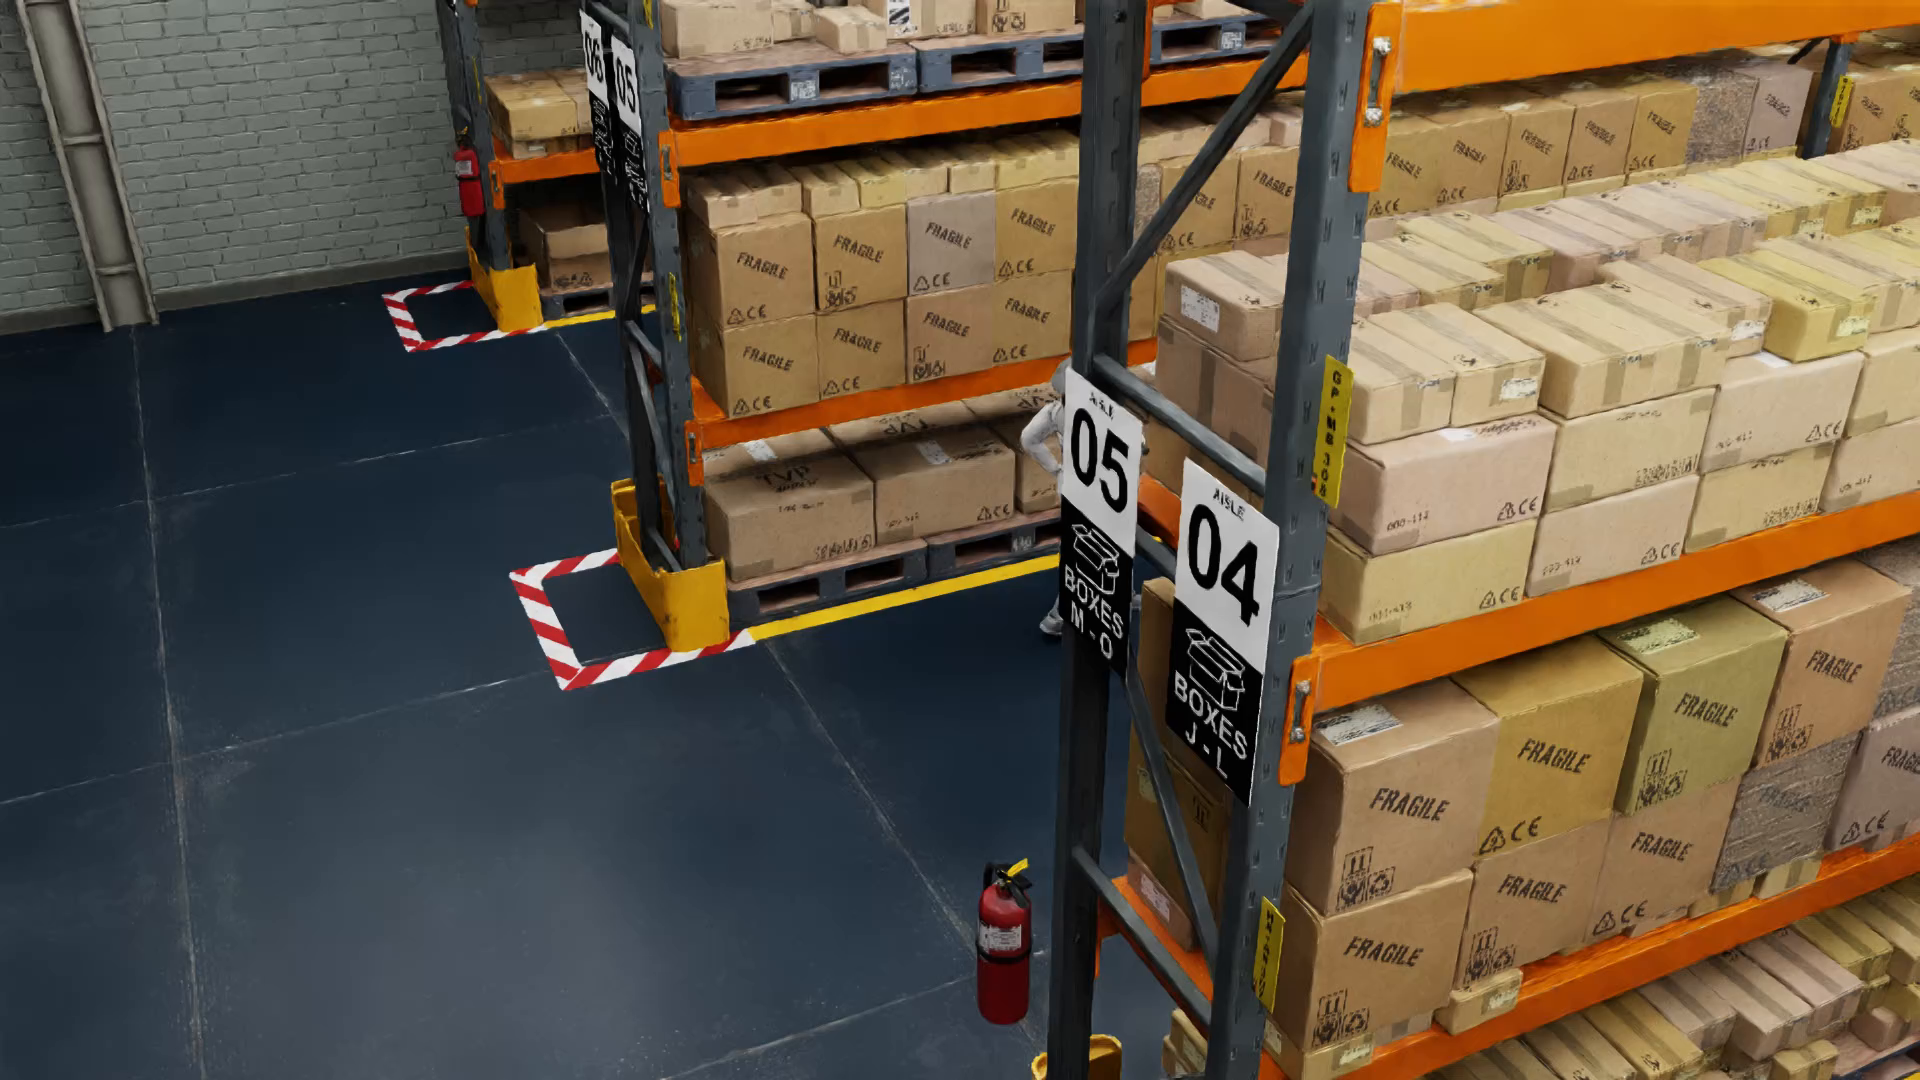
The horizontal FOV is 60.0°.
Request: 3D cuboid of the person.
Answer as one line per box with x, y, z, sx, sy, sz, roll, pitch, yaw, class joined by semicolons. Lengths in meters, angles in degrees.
0.785;-0.244;8.844;0.771;1.678;0.576;-12;32;-20;person
